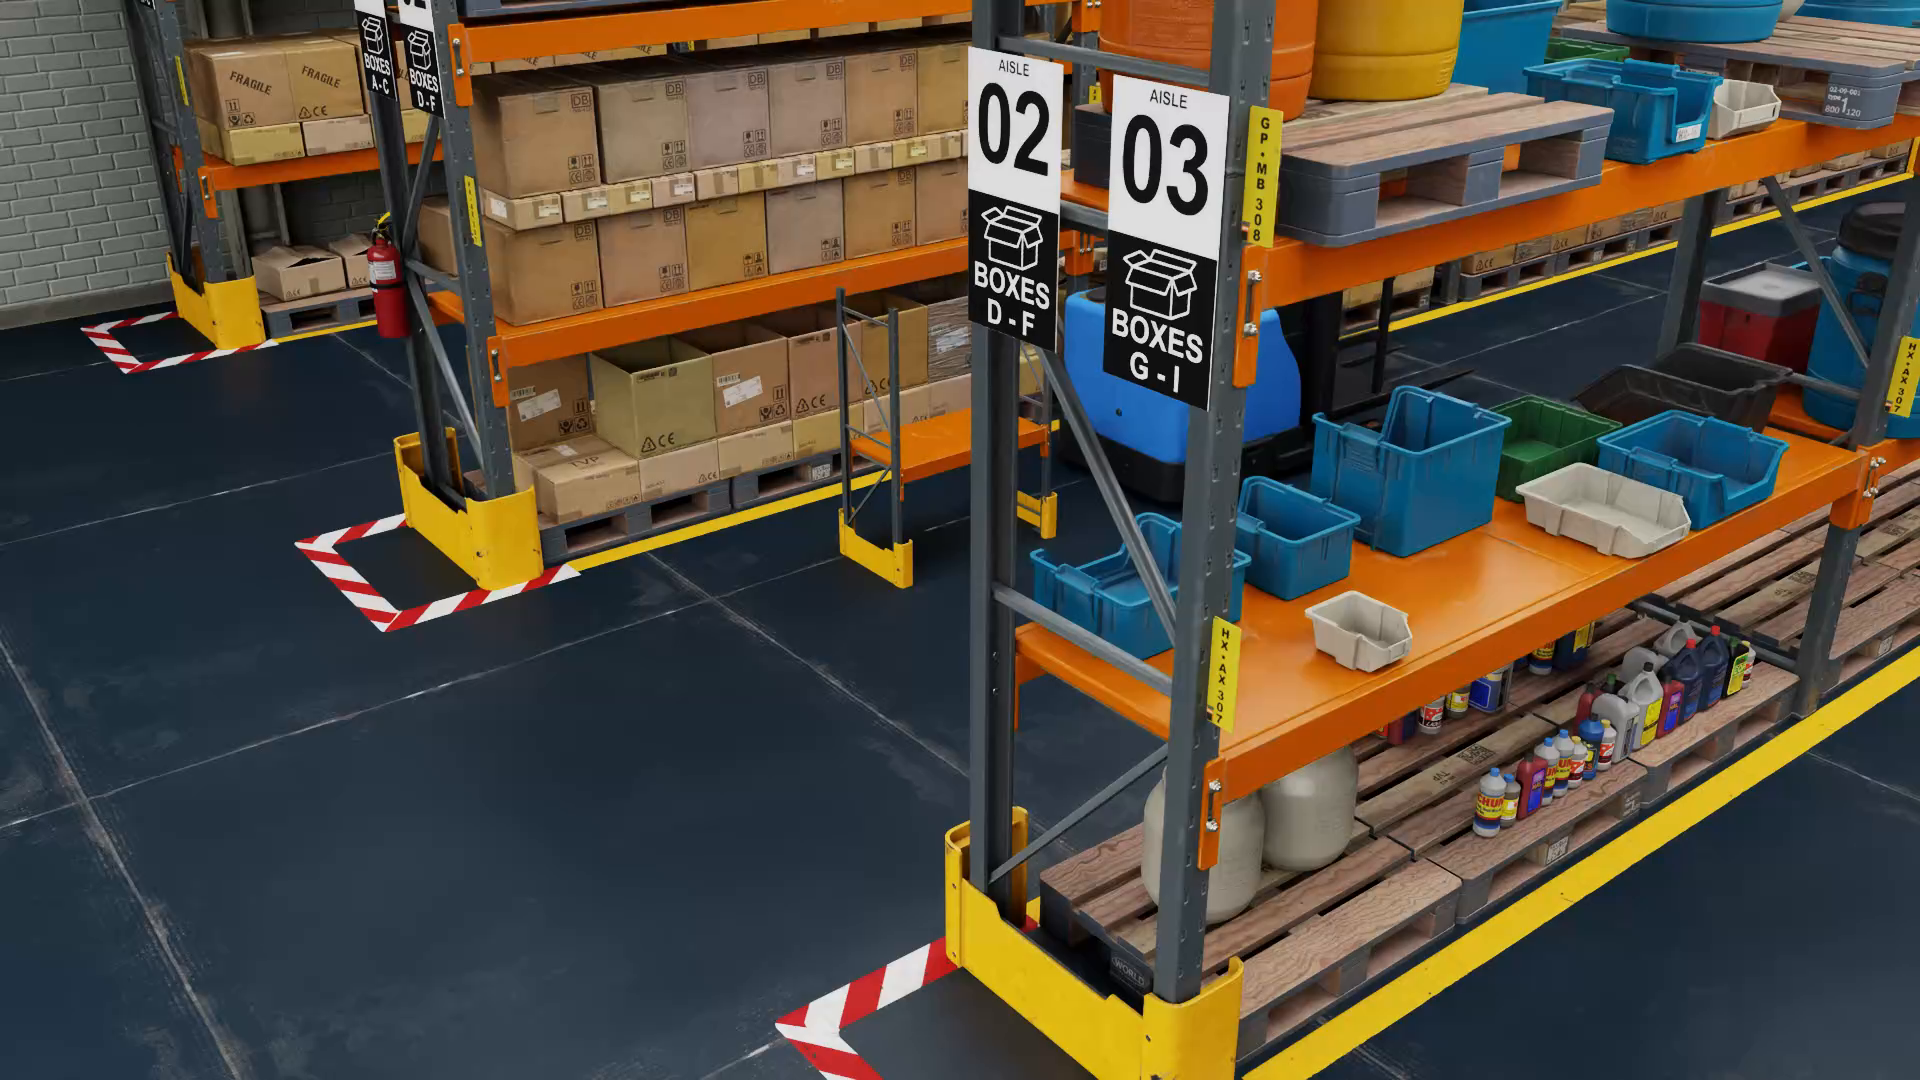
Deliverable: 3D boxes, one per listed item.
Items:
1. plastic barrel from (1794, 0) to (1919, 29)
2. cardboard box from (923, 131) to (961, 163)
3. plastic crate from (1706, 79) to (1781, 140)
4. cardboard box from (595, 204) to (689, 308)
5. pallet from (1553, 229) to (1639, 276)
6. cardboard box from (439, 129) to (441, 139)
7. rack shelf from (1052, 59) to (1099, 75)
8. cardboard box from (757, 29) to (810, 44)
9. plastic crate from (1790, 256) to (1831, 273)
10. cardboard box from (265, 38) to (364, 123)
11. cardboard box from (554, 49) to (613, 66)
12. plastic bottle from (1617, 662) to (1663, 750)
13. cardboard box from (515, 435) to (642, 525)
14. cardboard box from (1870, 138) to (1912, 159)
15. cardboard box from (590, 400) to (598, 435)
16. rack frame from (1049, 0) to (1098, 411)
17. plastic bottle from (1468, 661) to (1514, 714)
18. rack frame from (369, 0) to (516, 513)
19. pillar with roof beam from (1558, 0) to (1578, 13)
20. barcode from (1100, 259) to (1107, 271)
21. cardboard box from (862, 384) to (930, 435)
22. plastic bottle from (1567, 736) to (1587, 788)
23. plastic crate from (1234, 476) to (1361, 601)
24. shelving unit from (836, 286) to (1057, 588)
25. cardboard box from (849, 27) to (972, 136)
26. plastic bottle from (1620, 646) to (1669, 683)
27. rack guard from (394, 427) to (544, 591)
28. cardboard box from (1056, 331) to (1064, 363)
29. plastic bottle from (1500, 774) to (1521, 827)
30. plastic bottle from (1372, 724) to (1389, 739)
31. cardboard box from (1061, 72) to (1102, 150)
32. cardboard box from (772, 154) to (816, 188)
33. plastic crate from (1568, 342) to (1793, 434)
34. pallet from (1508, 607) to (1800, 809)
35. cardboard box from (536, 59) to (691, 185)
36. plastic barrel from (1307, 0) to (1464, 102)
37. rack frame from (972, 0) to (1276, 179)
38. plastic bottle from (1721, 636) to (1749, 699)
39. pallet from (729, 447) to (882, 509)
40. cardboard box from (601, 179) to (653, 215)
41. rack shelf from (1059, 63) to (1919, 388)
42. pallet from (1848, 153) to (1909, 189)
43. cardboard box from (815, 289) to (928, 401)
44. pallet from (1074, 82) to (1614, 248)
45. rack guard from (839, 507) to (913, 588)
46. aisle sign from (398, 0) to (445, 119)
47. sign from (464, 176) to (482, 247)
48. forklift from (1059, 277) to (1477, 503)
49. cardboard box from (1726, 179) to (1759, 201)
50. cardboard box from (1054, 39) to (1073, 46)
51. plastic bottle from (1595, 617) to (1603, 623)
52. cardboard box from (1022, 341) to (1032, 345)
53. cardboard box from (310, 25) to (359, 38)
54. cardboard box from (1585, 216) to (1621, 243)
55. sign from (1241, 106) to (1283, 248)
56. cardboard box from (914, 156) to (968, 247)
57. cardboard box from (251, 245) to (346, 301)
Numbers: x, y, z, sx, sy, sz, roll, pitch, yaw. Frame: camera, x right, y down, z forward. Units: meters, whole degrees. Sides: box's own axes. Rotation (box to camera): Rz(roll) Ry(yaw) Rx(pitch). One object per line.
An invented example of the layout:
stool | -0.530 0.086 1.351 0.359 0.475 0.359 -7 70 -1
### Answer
plastic barrel | 3.801 -2.519 6.955 0.708 0.901 0.600 -18 31 -34
cardboard box | -0.207 -2.365 9.894 0.250 0.149 0.380 -18 31 -34
plastic crate | 2.521 -1.417 5.489 0.396 0.136 0.243 -18 31 -34
cardboard box | -1.881 -1.630 9.080 0.500 0.500 0.700 -17 30 -33
pallet | 5.199 -2.639 14.686 1.213 0.211 1.003 -18 31 -34
cardboard box | -3.943 -3.333 13.022 0.500 0.250 0.500 -18 30 -34
rack shelf | 2.143 -5.241 17.834 4.000 0.370 1.077 -18 31 -34
cardboard box | -1.713 -4.517 14.778 0.500 0.500 0.700 -15 29 -29
plastic crate | 4.210 -1.109 8.095 0.575 0.384 0.392 -18 31 -34
cardboard box | -4.770 -3.400 12.277 0.500 0.500 0.500 -18 30 -34
cardboard box | -3.149 -3.933 13.425 0.500 0.500 0.500 -18 31 -34
plastic bottle | 2.800 0.672 6.863 0.185 0.351 0.144 -18 31 -34
cardboard box | -2.108 -0.338 9.183 0.500 0.250 0.500 -18 31 -34
cardboard box | 9.648 -4.328 17.460 0.500 0.500 0.500 -18 31 -34
cardboard box | -2.041 -0.644 9.841 0.500 0.250 0.500 -18 31 -34
rack frame | 0.481 -2.368 10.790 0.127 3.000 1.000 -18 31 -34
plastic bottle | 2.271 0.584 7.142 0.135 0.276 0.152 -18 31 -34
rack frame | -2.667 -1.329 8.551 0.127 3.000 1.000 -18 31 -34
pillar with roof beam | 11.111 -9.409 18.833 0.400 9.000 9.100 -18 31 -34
barcode | 0.938 -1.798 10.867 0.075 0.075 0.001 -18 31 -34
cardboard box | -0.533 -0.857 10.302 0.500 0.250 0.500 -18 31 -34
plastic bottle | 2.432 0.874 6.606 0.097 0.201 0.097 0 25 0
plastic crate | 1.110 -0.016 5.898 0.408 0.251 0.499 -18 31 -34
shelving unit | -0.060 -0.661 8.892 1.083 1.500 0.587 -18 31 -34
cardboard box | -0.261 -2.753 9.959 0.500 0.500 0.700 -18 31 -34
plastic bottle | 2.943 0.579 7.151 0.135 0.276 0.152 -18 31 -34
rack guard | -2.686 -0.189 9.064 0.348 0.500 1.175 -18 31 -34
cardboard box | 0.951 -1.334 11.329 0.500 0.250 0.500 -19 31 -35
plastic bottle | 2.087 0.988 6.360 0.097 0.201 0.097 0 25 0
plastic bottle | 1.777 0.670 6.957 0.135 0.276 0.152 -18 30 -34
cardboard box | 1.228 -4.410 17.245 0.750 0.750 0.750 -19 31 -35
cardboard box | -1.015 -2.099 9.319 0.250 0.149 0.380 -18 30 -34
plastic crate | 3.044 -0.605 7.063 0.504 0.338 0.767 -18 31 -34
pallet | 2.980 0.699 7.493 1.213 0.211 1.003 -18 31 -34
cardboard box | -1.840 -2.232 8.837 0.500 0.500 0.700 -19 31 -35
plastic barrel | 1.205 -1.662 4.983 0.600 0.588 0.600 0 25 0
rack frame | 0.387 -2.409 3.750 0.127 3.000 1.000 -18 31 -34
plastic bottle | 3.359 0.540 7.227 0.133 0.283 0.061 -17 30 -32
pallet | -1.132 -0.592 10.275 1.213 0.211 1.003 -18 31 -34
cardboard box | -1.822 -1.833 8.748 0.250 0.149 0.380 -18 30 -34
rack shelf | 1.960 -1.241 5.653 4.000 0.370 1.077 -18 31 -34
pallet | 9.237 -3.993 17.604 1.213 0.211 1.003 -18 31 -34
cardboard box | -0.541 -1.202 10.153 0.500 0.500 0.500 -18 31 -34
pallet | 1.098 -1.145 4.815 1.213 0.211 1.003 -18 31 -34
rack guard | -0.452 0.036 8.876 0.087 0.250 0.587 -18 31 -34
aisle sign | -2.530 -2.390 7.748 0.004 0.787 0.394 -18 31 -34
sign | -2.329 -1.573 7.953 0.005 0.325 0.100 -18 31 -34
forklift | 2.088 -2.020 10.121 3.031 2.935 1.130 -18 30 -33
cardboard box | 7.240 -3.464 15.822 0.500 0.311 0.500 -18 31 -34
cardboard box | 0.971 -4.951 16.630 0.250 0.149 0.380 -19 31 -35
plastic bottle | 3.013 0.249 7.869 0.097 0.271 0.097 0 25 0
cardboard box | 0.628 -1.515 11.719 0.500 0.250 0.500 -19 31 -35
cardboard box | -4.680 -3.707 12.937 0.500 0.500 0.500 -19 31 -35
cardboard box | 5.377 -2.901 14.383 0.500 0.500 0.500 -19 31 -36
sign | 0.723 -0.869 3.985 0.005 0.325 0.100 -18 31 -34
cardboard box | -0.276 -2.157 10.216 0.500 0.500 0.700 -19 31 -35
cardboard box | -5.127 -2.099 12.881 0.500 0.311 0.500 -23 33 -40
